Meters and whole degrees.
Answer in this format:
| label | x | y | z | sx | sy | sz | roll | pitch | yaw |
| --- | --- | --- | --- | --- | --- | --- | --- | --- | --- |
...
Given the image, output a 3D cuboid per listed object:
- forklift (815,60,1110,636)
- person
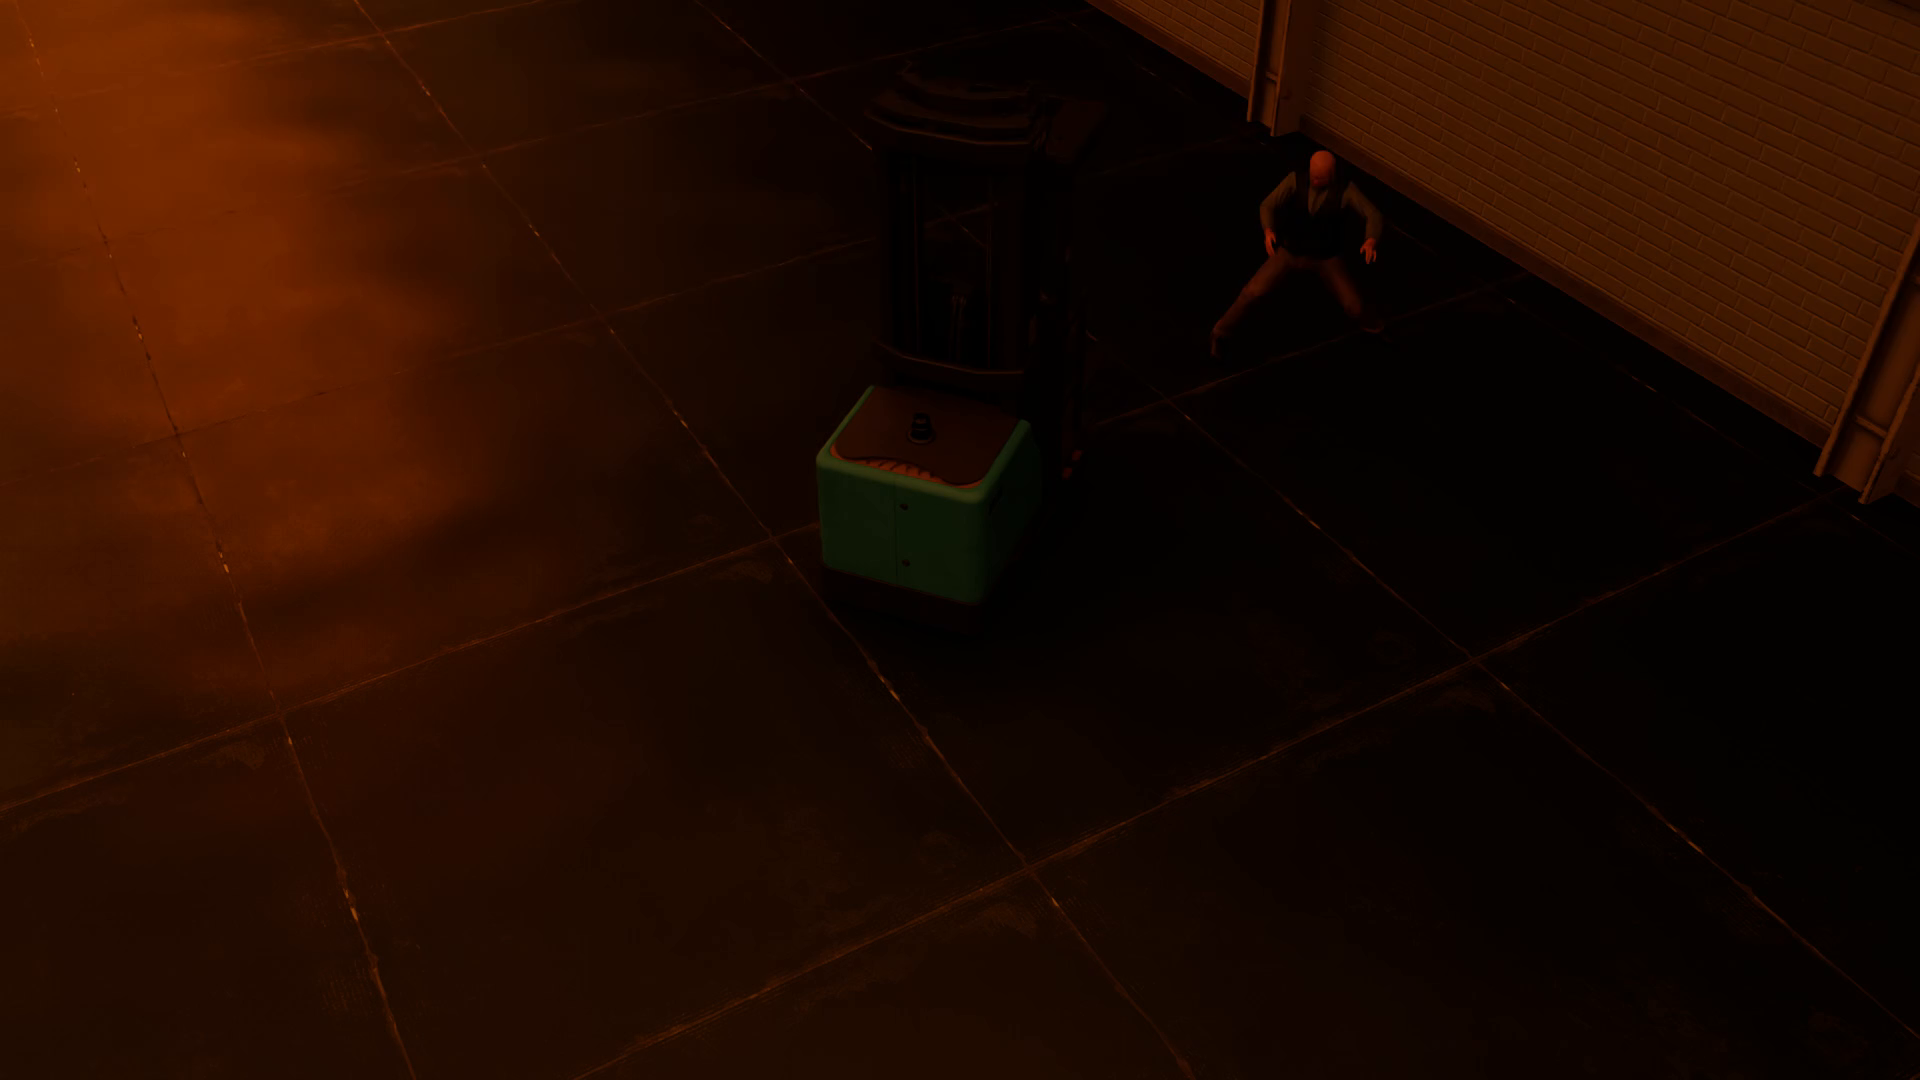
| label | x | y | z | sx | sy | sz | roll | pitch | yaw |
| --- | --- | --- | --- | --- | --- | --- | --- | --- | --- |
| forklift | 0.188 | -1.524 | 9.873 | 1.130 | 2.935 | 3.031 | 14 | 42 | 16 |
| person | 2.463 | -1.944 | 11.486 | 1.303 | 1.517 | 0.820 | 15 | 42 | 17 |
